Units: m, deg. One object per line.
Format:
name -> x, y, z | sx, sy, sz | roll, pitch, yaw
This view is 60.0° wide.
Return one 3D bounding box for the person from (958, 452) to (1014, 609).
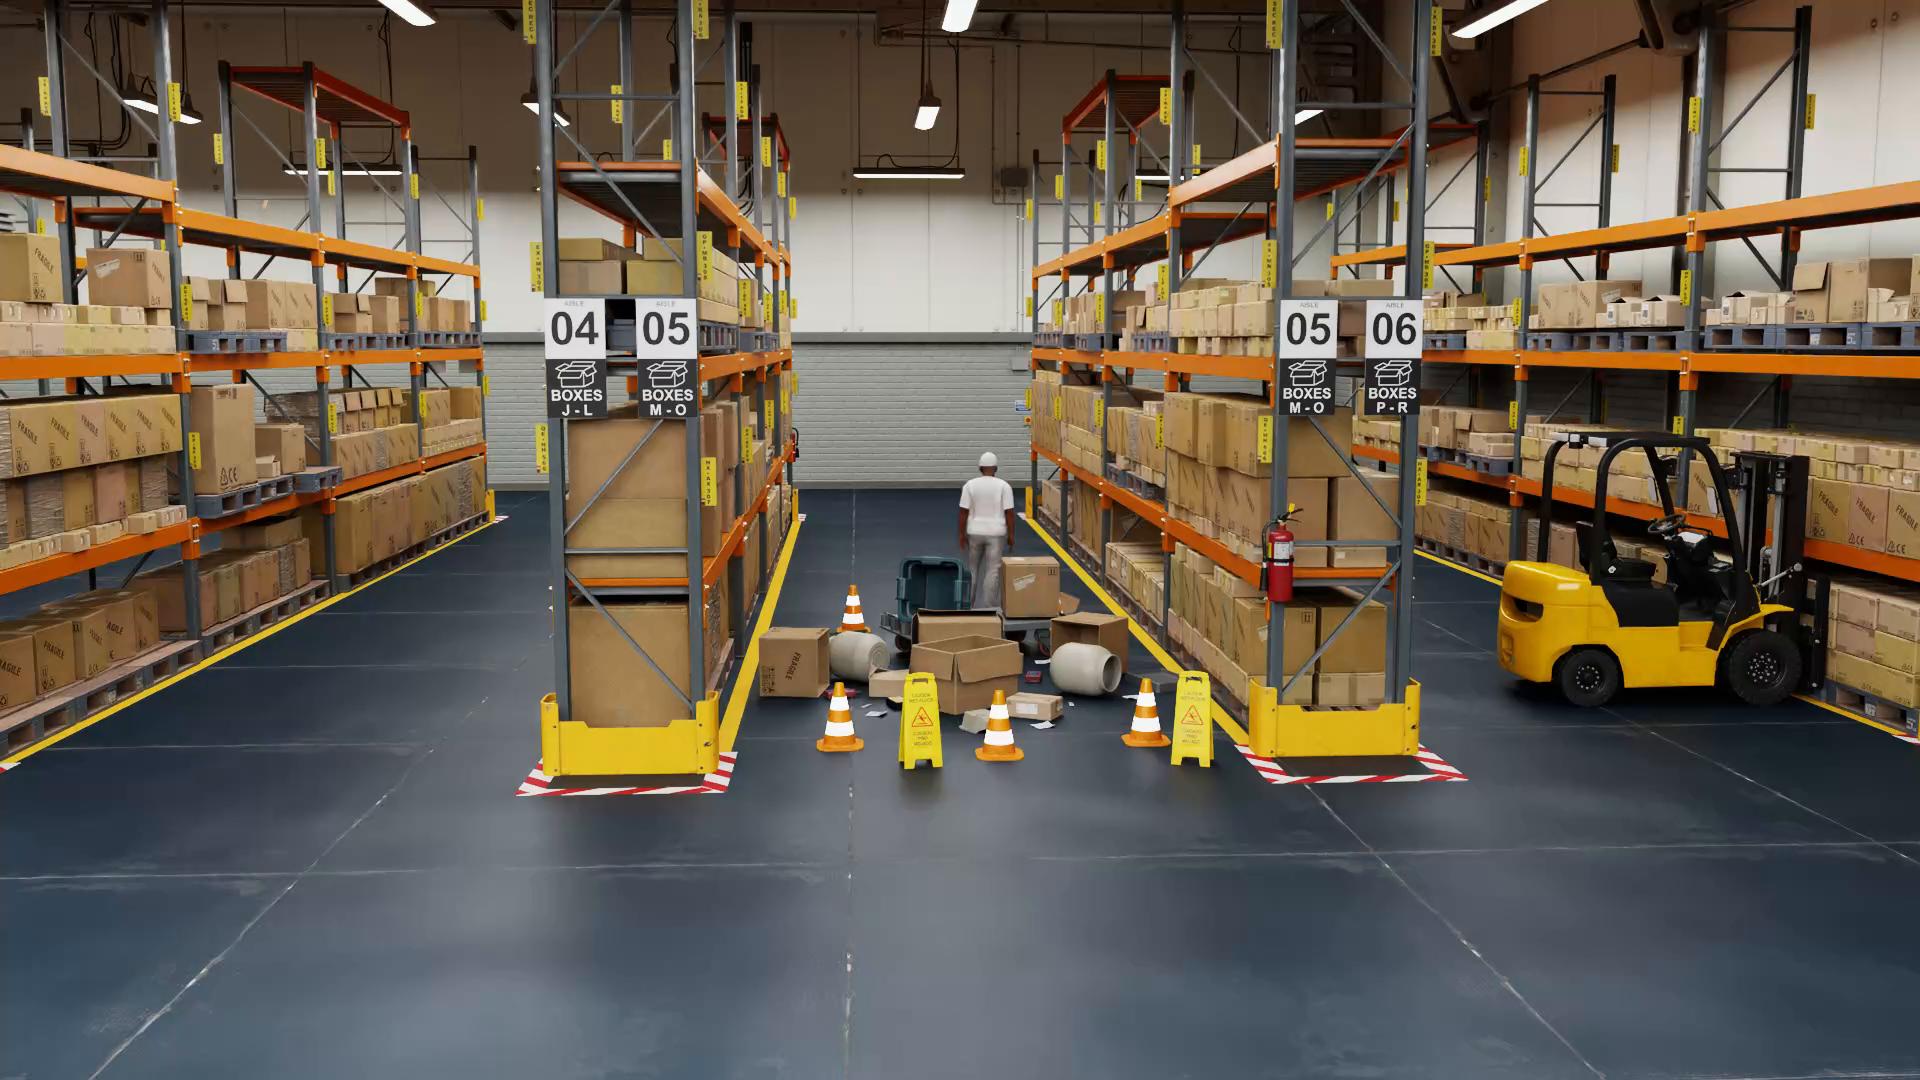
person -> 0.255, -0.066, 17.595 | 0.687, 1.729, 0.828 | 2, 7, 17
